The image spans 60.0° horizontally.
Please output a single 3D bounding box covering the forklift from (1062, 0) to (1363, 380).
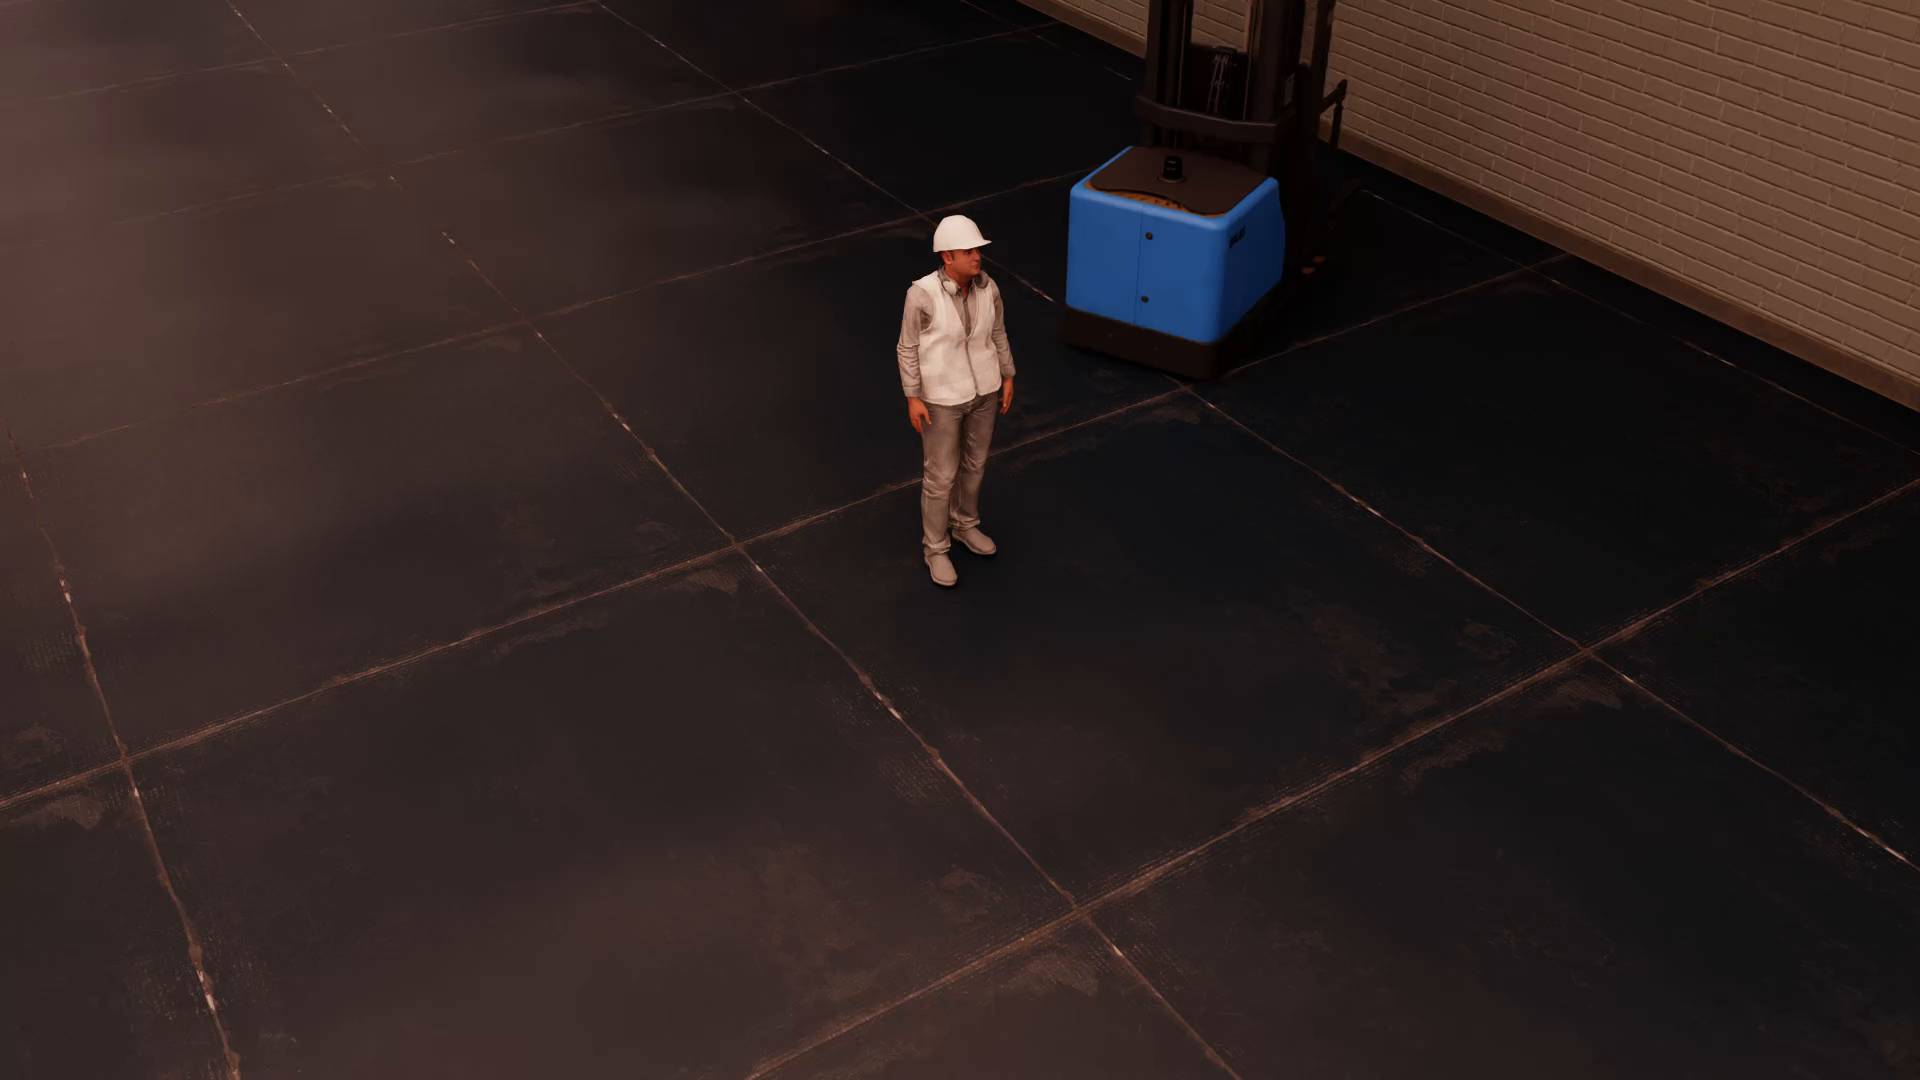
[{"bbox_3d":[1.836,-2.974,10.381,1.130,2.935,3.031,19,40,25],"label":"forklift"}]

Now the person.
[{"bbox_3d":[0.027,-0.700,8.137,0.632,1.773,0.568,-21,40,-27],"label":"person"}]
